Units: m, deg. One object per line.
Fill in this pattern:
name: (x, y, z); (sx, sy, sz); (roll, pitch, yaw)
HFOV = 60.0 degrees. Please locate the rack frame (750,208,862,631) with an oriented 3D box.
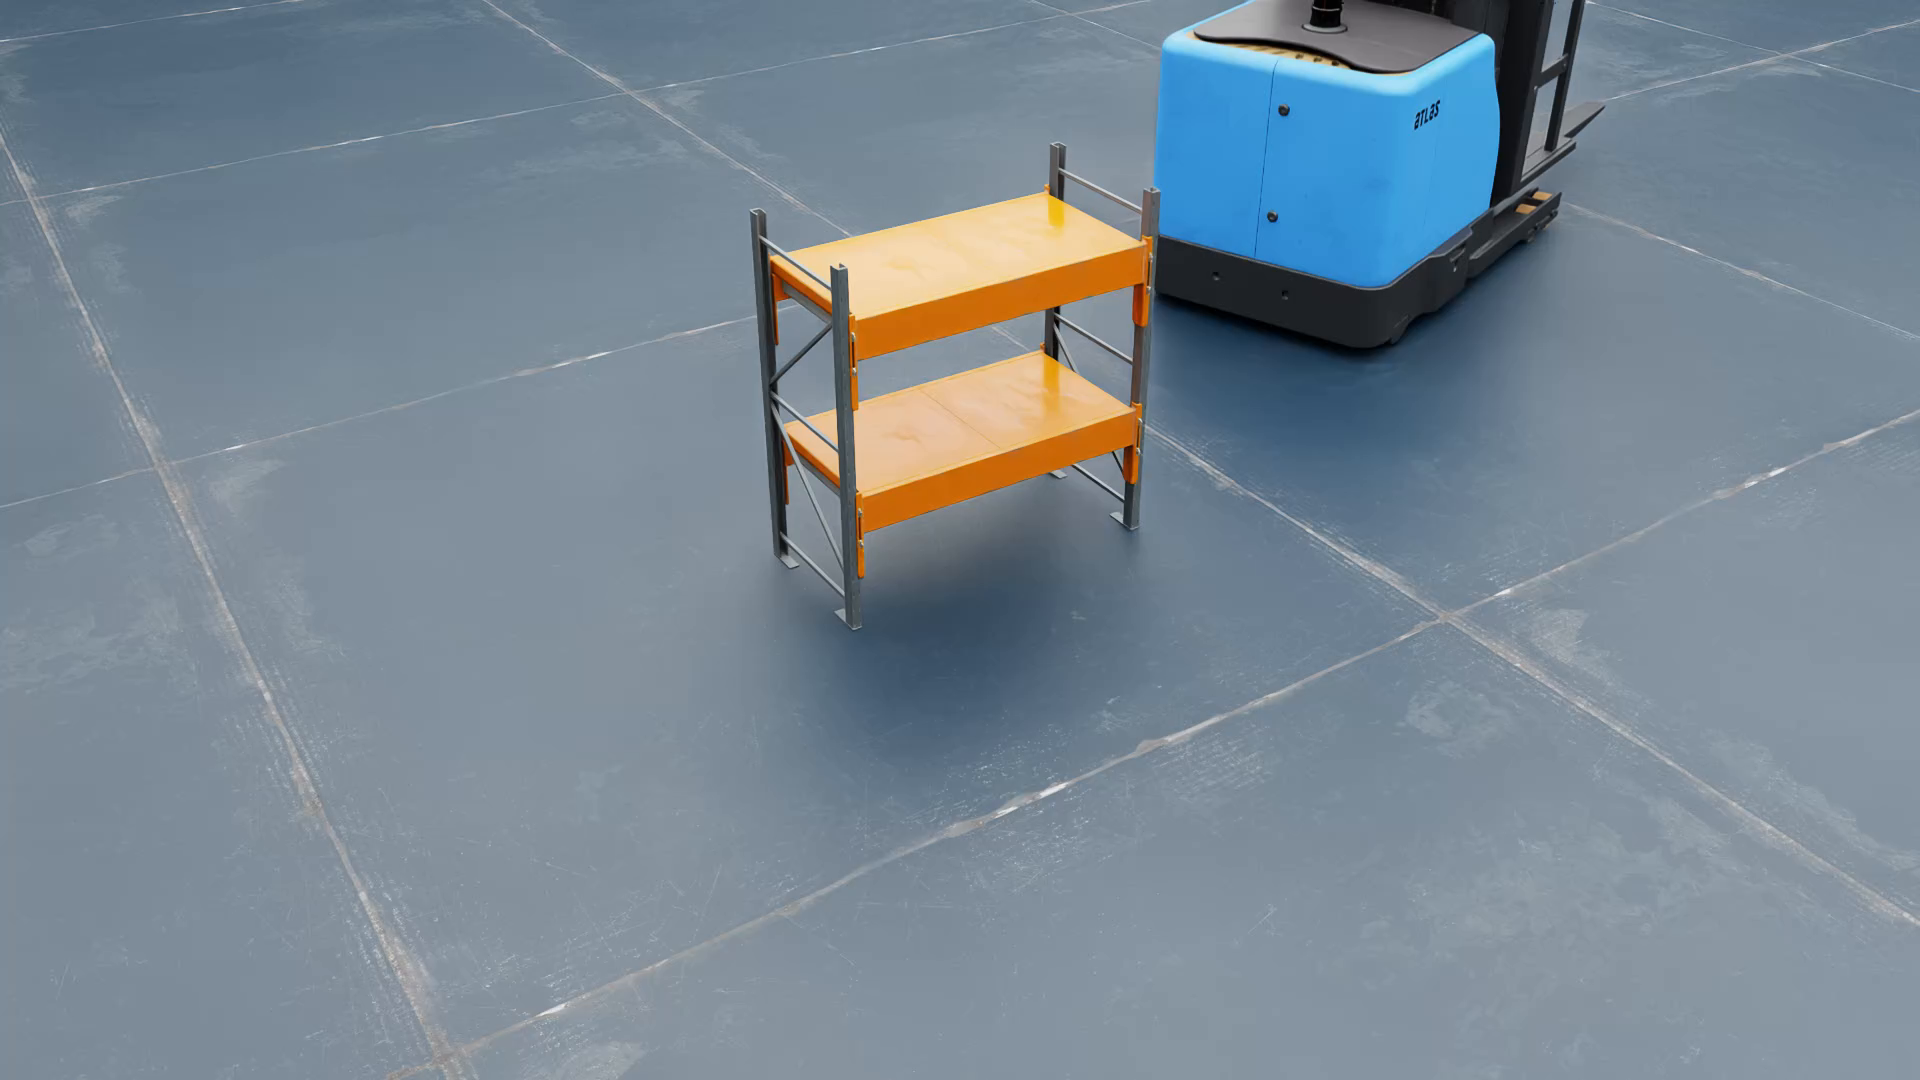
rack frame: (-0.433, -0.327, 4.714); (0.032, 1.125, 0.500); (-19, 37, -27)

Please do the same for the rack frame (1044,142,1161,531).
rack frame: (0.422, -0.621, 5.180); (0.032, 1.125, 0.500); (-19, 37, -27)

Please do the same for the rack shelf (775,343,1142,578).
rack shelf: (-0.006, -0.267, 5.077); (1.000, 0.278, 0.538); (-19, 37, -27)

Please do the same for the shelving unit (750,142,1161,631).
shelving unit: (-0.006, -0.474, 4.947); (1.048, 1.125, 0.538); (-19, 37, -27)

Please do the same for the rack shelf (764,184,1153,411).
rack shelf: (-0.006, -0.721, 4.791); (1.000, 0.278, 0.538); (-19, 37, -27)

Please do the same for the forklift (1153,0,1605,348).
forklift: (2.034, -2.691, 6.770); (1.130, 2.935, 3.031); (22, 38, 31)
